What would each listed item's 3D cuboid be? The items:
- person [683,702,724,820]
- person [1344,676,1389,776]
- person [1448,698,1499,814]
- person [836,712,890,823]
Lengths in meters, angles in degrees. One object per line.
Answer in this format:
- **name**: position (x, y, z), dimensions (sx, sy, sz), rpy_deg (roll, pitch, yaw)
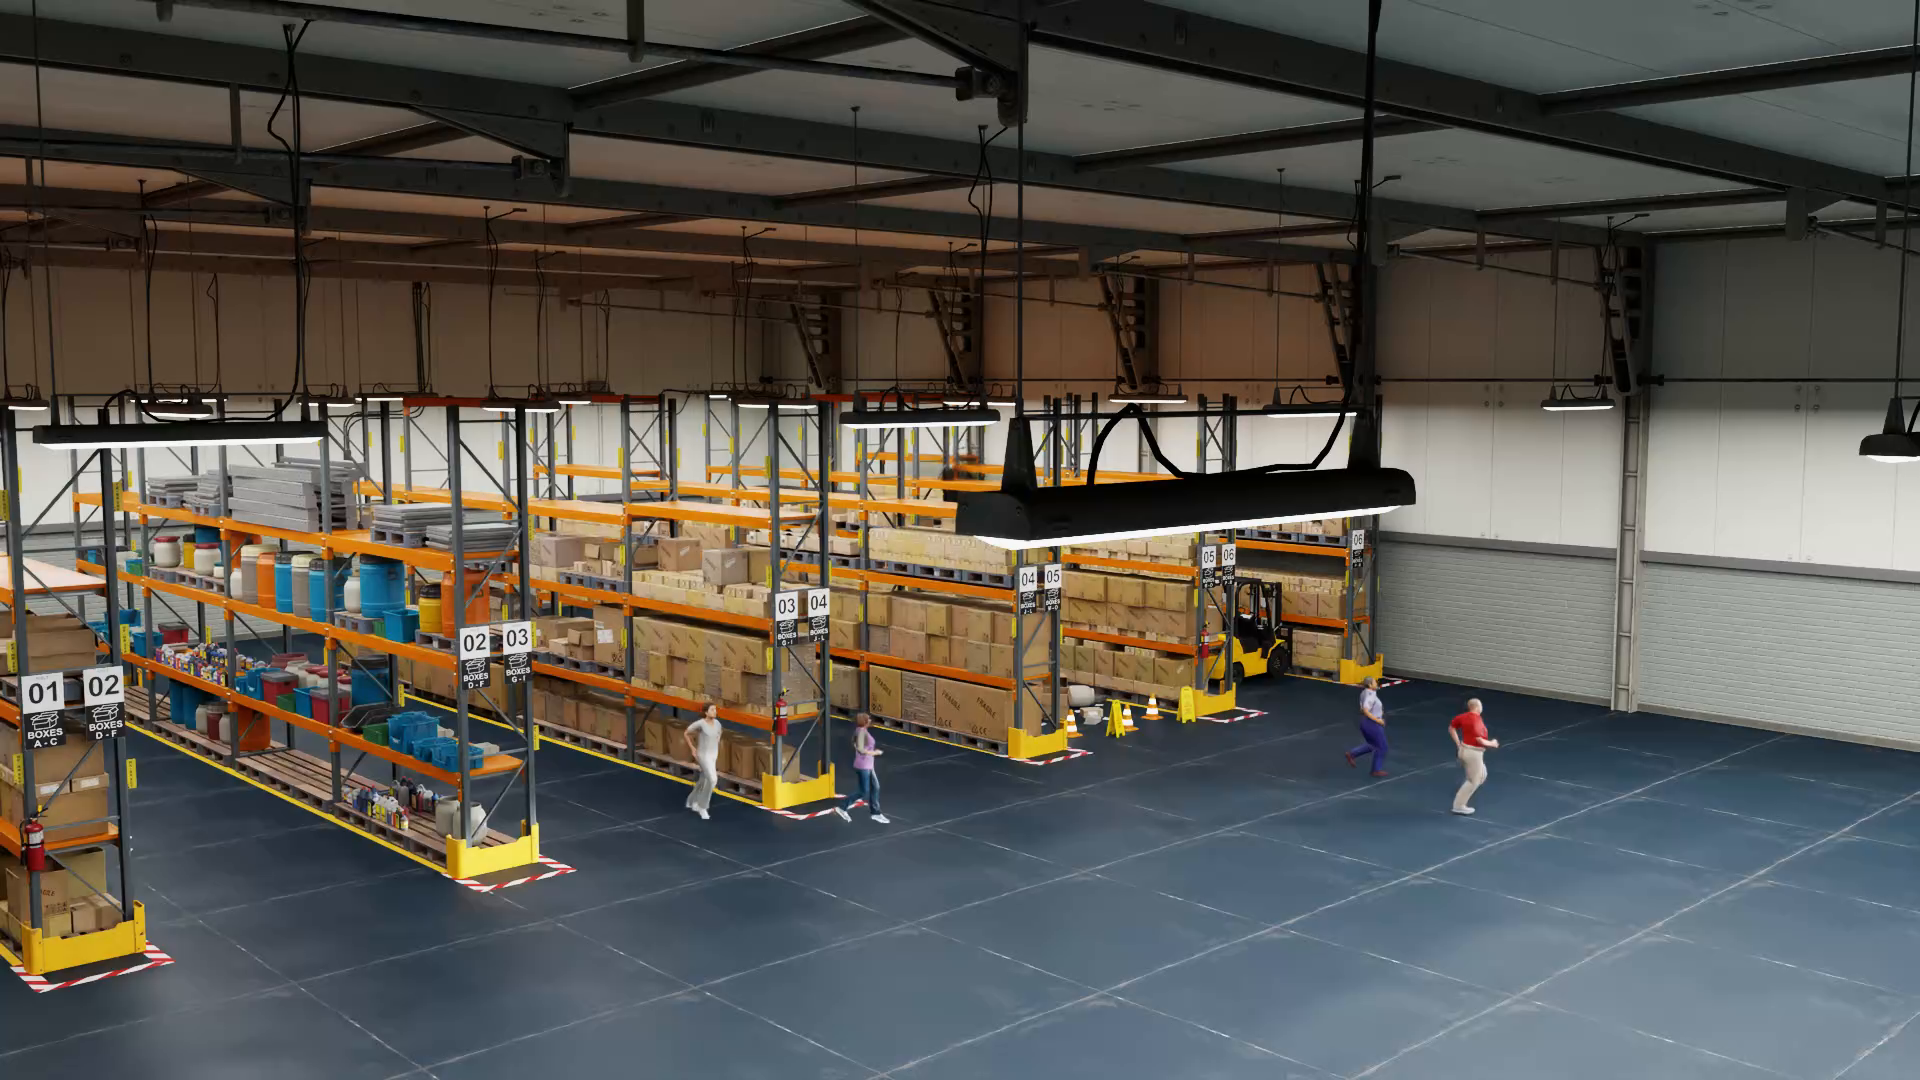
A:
- **person**: position (-3.695, 3.190, 24.187), dimensions (0.712, 1.692, 0.550), rpy_deg (4, 7, 38)
- **person**: position (6.544, 2.967, 26.573), dimensions (0.647, 1.598, 0.613), rpy_deg (0, 6, 3)
- **person**: position (7.502, 3.150, 24.205), dimensions (0.630, 1.717, 0.657), rpy_deg (-1, 6, -6)
- **person**: position (-1.388, 3.250, 23.641), dimensions (0.766, 1.613, 0.544), rpy_deg (0, 6, 0)
